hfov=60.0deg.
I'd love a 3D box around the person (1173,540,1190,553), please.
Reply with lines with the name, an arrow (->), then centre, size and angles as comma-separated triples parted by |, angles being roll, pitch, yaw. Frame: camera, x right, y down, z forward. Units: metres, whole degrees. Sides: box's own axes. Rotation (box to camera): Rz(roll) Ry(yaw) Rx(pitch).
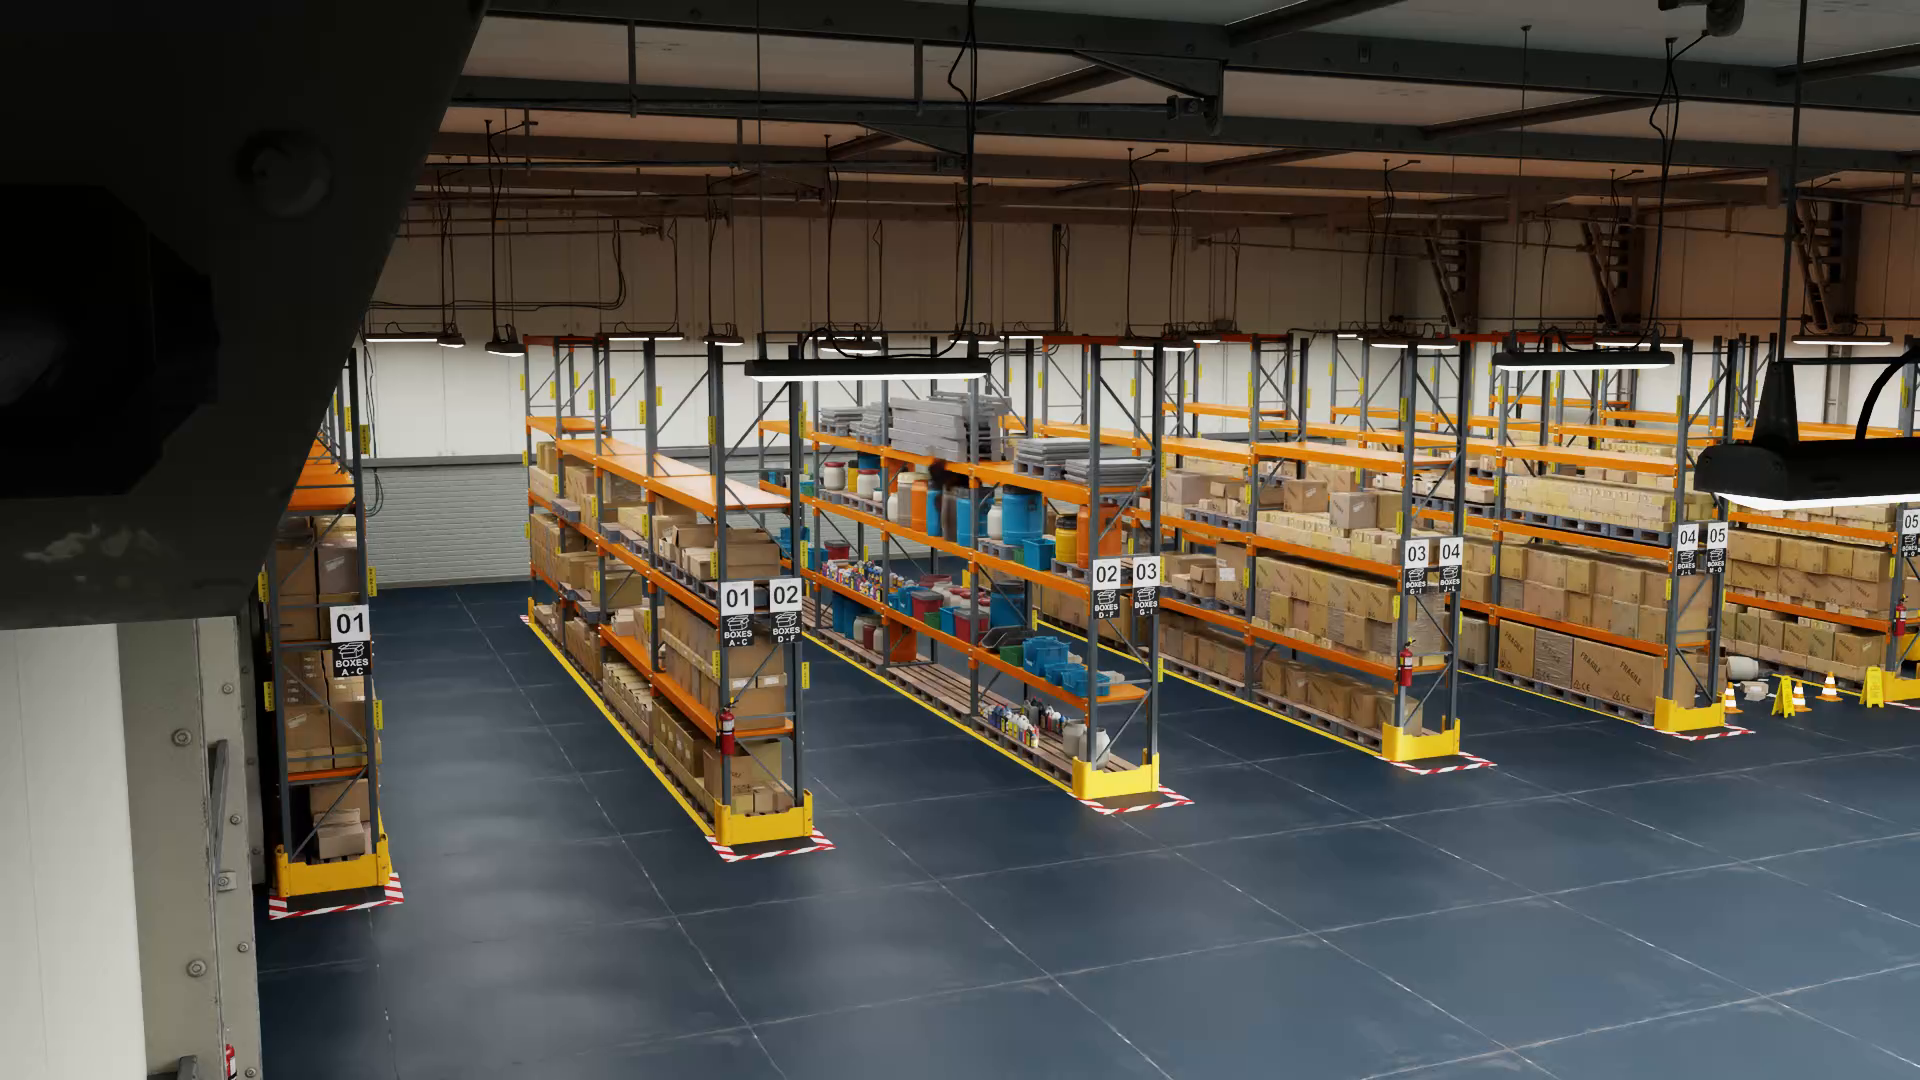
person -> 5.626, -0.055, 41.717 | 0.867, 1.770, 0.674 | 1, 8, 10
